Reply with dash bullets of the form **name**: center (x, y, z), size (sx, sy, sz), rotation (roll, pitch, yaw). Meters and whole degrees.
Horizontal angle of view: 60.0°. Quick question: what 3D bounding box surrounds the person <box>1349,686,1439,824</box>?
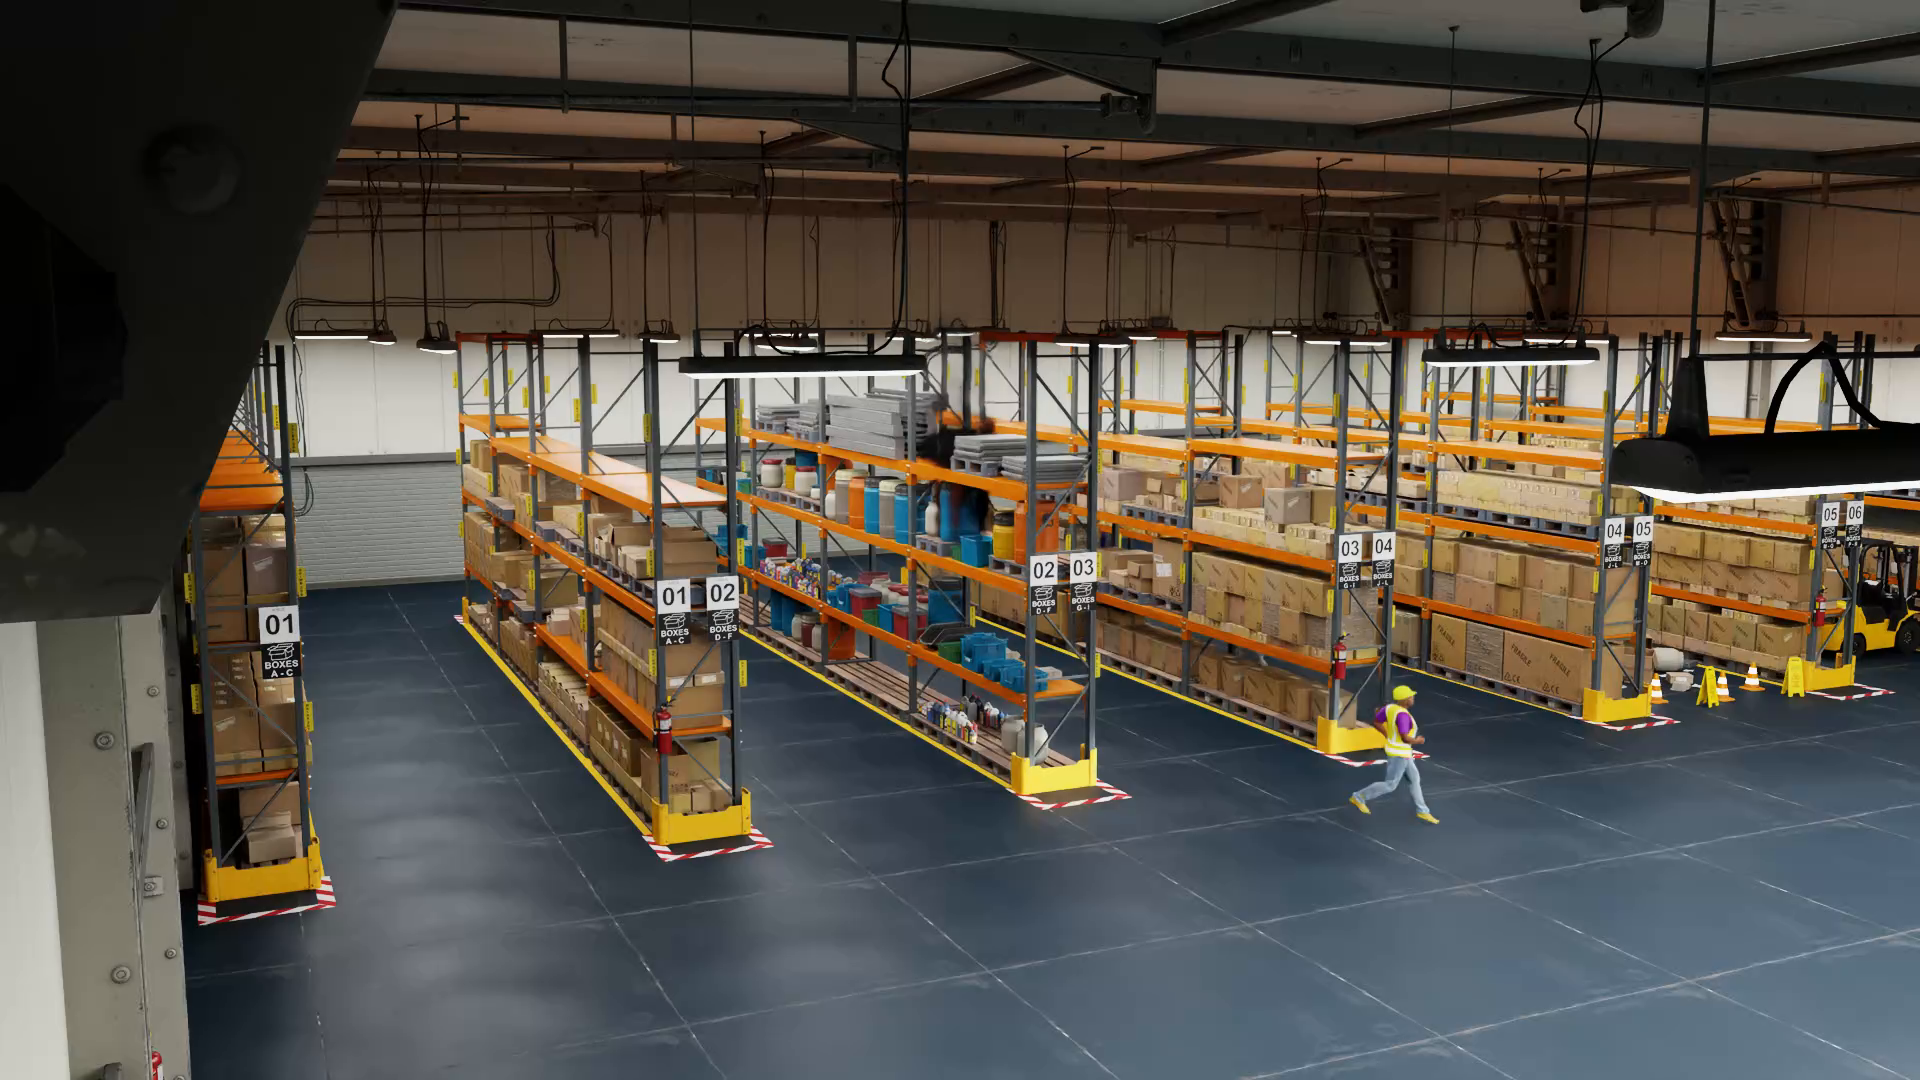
- **person**: center (5.433, 2.690, 20.669), size (1.135, 1.779, 0.662), rotation (1, 8, 7)

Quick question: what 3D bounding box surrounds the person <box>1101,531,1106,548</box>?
- **person**: center (3.520, -0.100, 42.025), size (0.772, 1.616, 0.763), rotation (0, 8, 3)

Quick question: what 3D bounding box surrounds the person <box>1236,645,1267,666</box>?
- **person**: center (5.363, 1.431, 30.299), size (0.640, 1.686, 0.927), rotation (-5, 9, -34)
